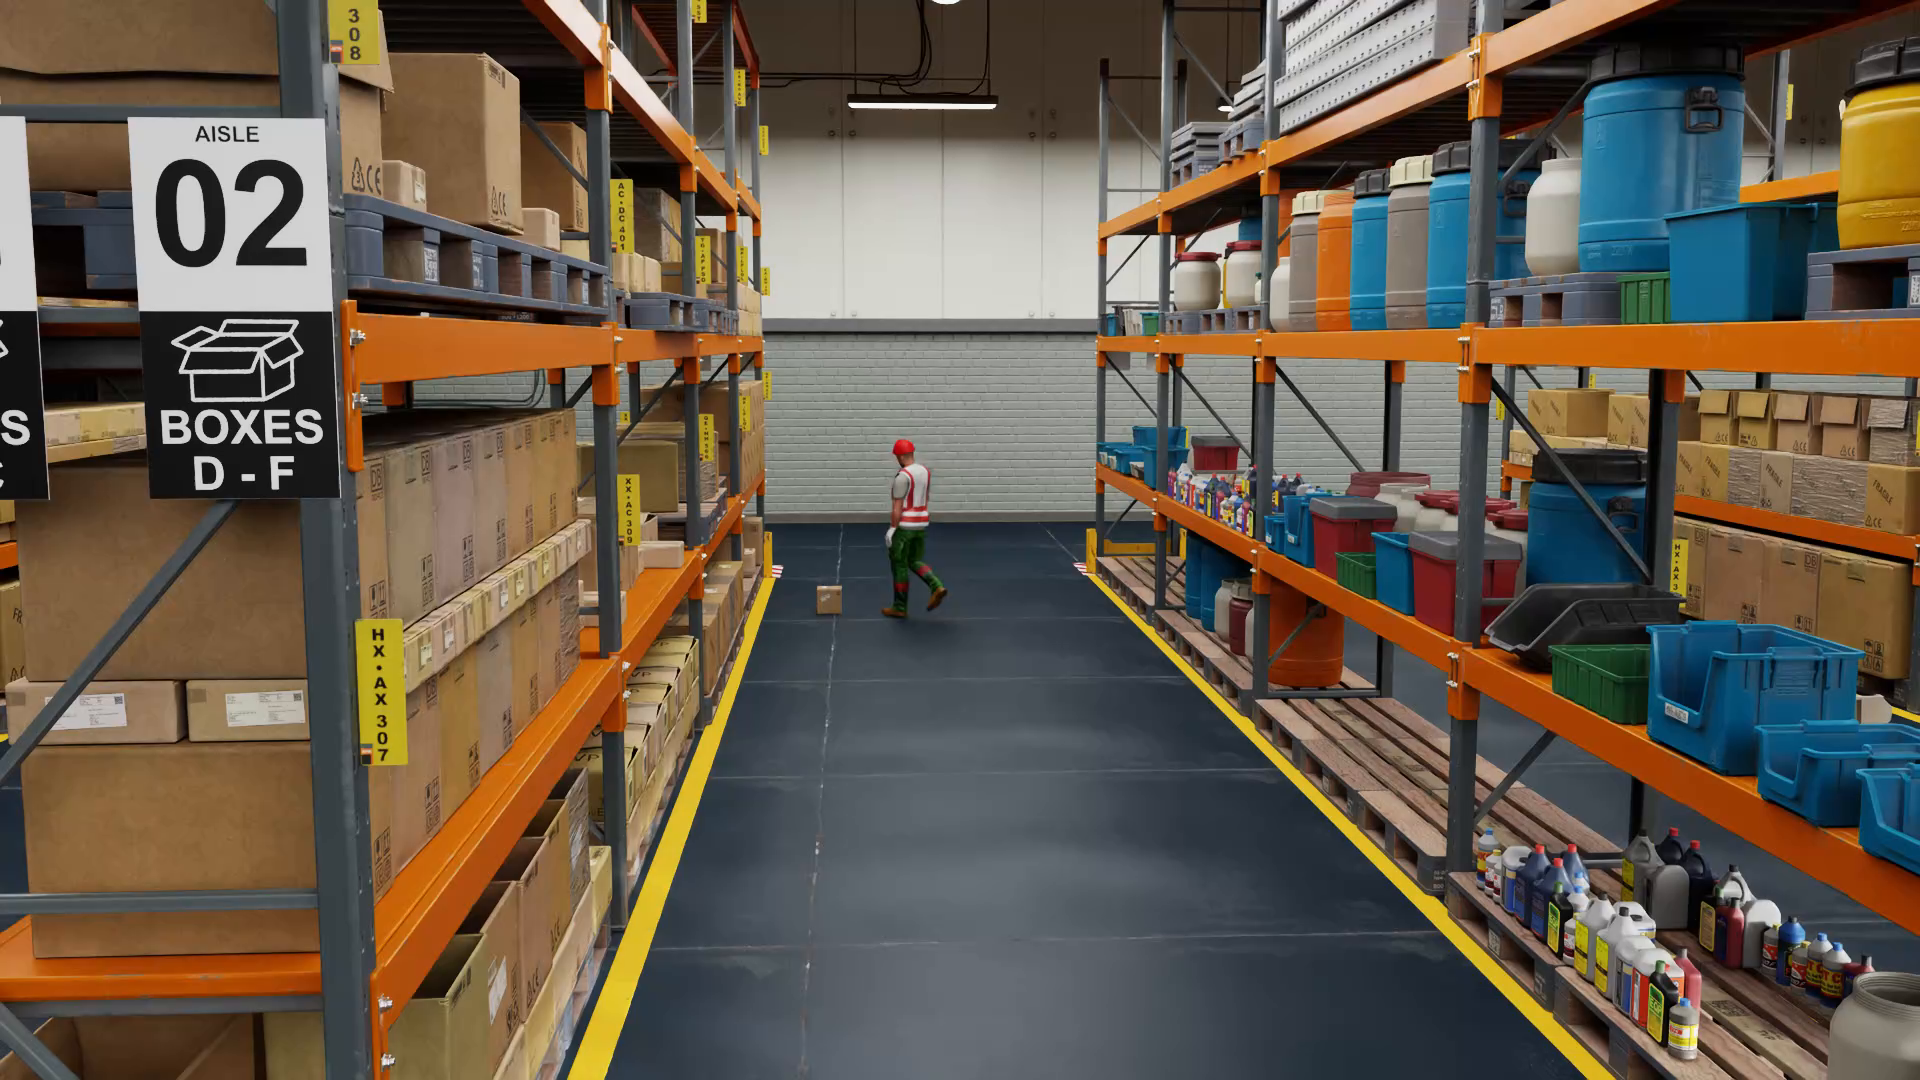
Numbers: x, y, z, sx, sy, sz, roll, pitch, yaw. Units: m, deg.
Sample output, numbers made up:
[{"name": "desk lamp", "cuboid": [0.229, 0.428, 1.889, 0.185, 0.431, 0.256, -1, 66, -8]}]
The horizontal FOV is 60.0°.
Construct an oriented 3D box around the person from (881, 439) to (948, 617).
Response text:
[{"name": "person", "cuboid": [-0.483, -0.114, 16.522, 0.699, 1.778, 0.570, 5, 9, 38]}]
